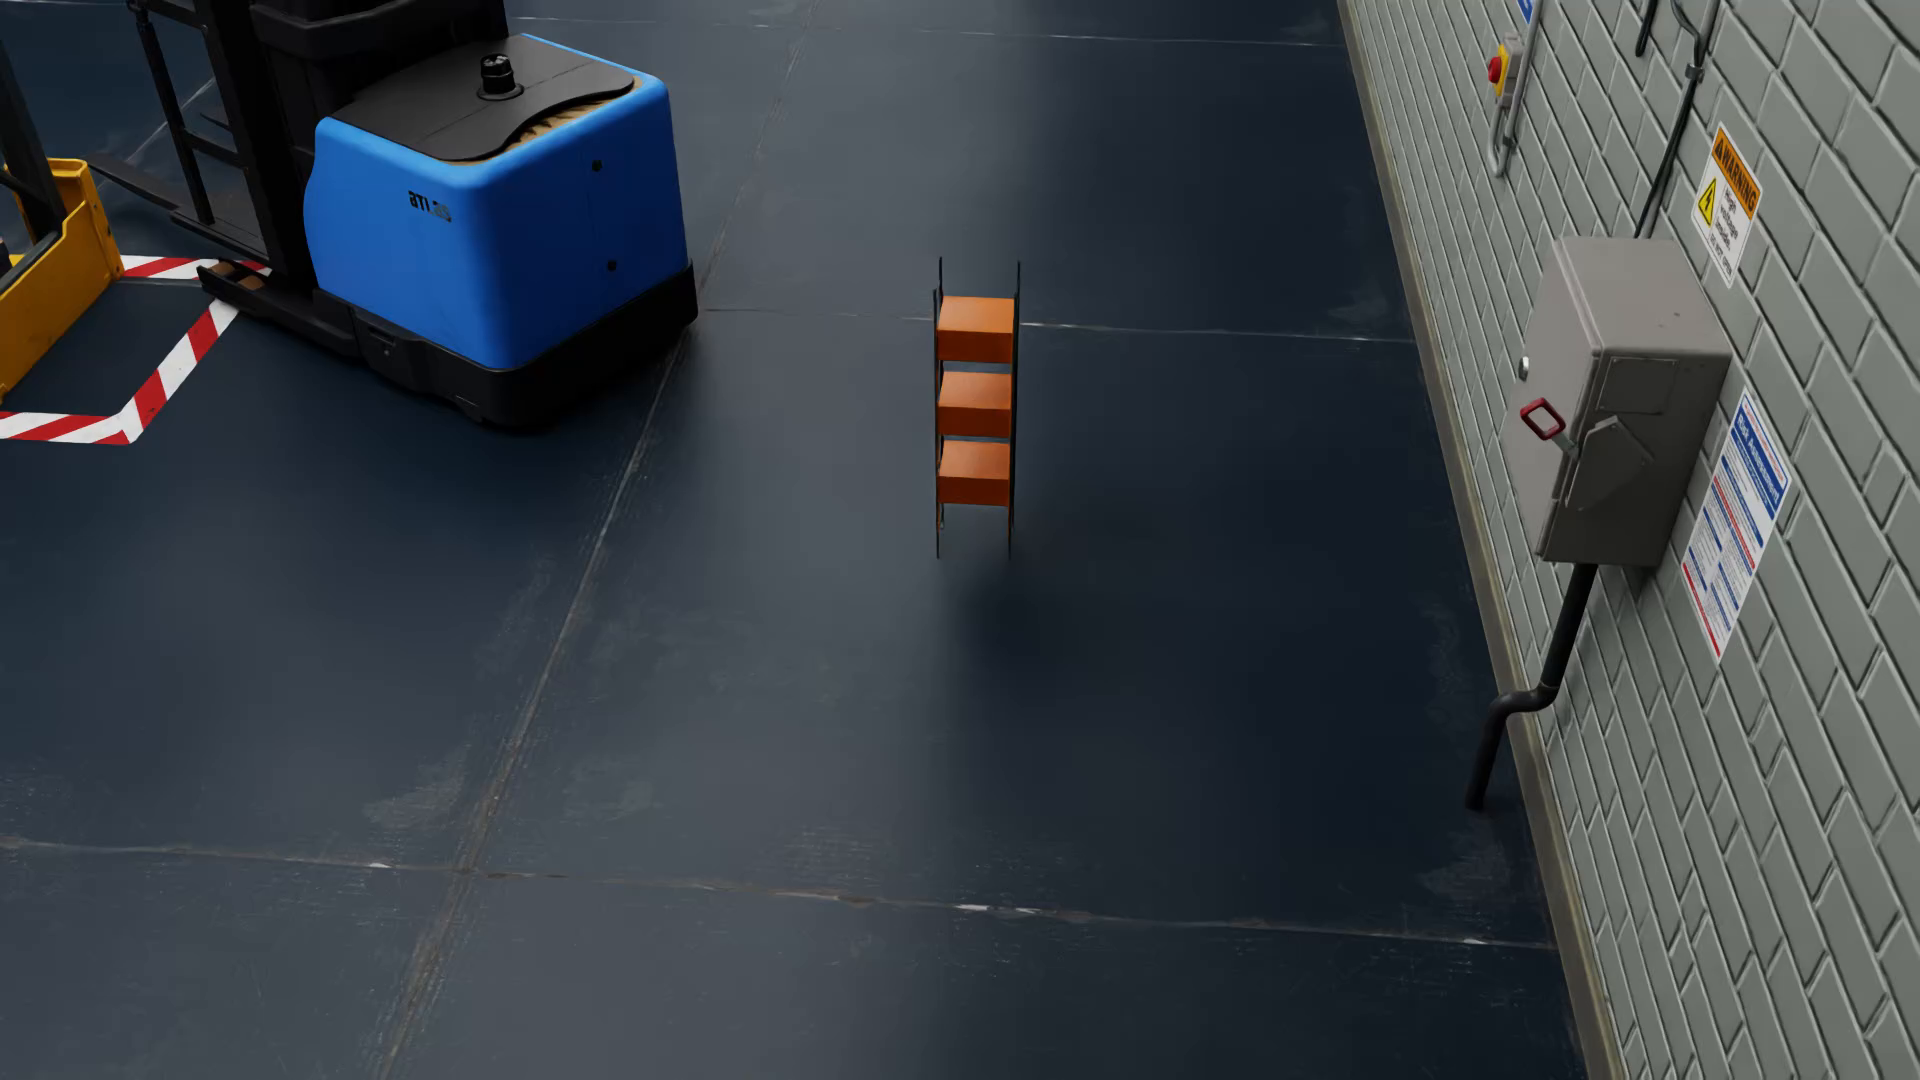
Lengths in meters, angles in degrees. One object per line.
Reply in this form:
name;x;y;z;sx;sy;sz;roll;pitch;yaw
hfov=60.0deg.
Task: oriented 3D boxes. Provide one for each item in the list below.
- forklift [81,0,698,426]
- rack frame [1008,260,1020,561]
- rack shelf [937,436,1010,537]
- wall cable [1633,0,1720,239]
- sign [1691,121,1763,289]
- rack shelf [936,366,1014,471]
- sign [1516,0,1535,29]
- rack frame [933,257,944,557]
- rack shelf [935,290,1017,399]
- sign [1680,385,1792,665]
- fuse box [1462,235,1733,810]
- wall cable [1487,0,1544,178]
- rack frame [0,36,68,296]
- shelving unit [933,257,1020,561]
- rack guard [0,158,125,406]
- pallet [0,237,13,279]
forklift;-2.557;-2.305;6.260;3.031;2.935;1.130;25;45;27
rack frame;0.175;-0.398;5.407;0.008;1.050;0.200;3;39;4
rack shelf;0.053;-0.180;5.597;0.240;0.259;0.215;3;39;4
wall cable;1.669;-1.202;4.046;0.122;1.984;0.588;3;39;4
sign;1.664;-0.731;3.618;0.001;0.242;0.339;3;39;4
rack shelf;0.053;-0.396;5.422;0.240;0.259;0.215;3;39;4
sign;1.845;-1.833;5.411;0.001;0.218;0.327;3;39;4
rack frame;-0.068;-0.411;5.423;0.008;1.050;0.200;3;39;4
rack shelf;0.053;-0.616;5.243;0.240;0.259;0.215;3;39;4
sign;1.617;-0.029;3.485;0.001;0.494;0.329;3;39;4
fuse box;1.453;0.112;4.257;0.414;1.711;0.539;3;39;4
wall cable;1.780;-2.107;5.133;0.123;1.953;0.585;3;39;4
rack frame;-3.840;-1.993;5.823;0.127;3.000;1.000;3;39;4
shelving unit;0.053;-0.404;5.415;0.252;1.050;0.215;3;39;4
rack guard;-3.816;-1.023;6.610;0.348;0.500;1.175;3;39;4
pallet;-4.643;-0.906;6.696;1.213;0.211;1.003;3;39;4
